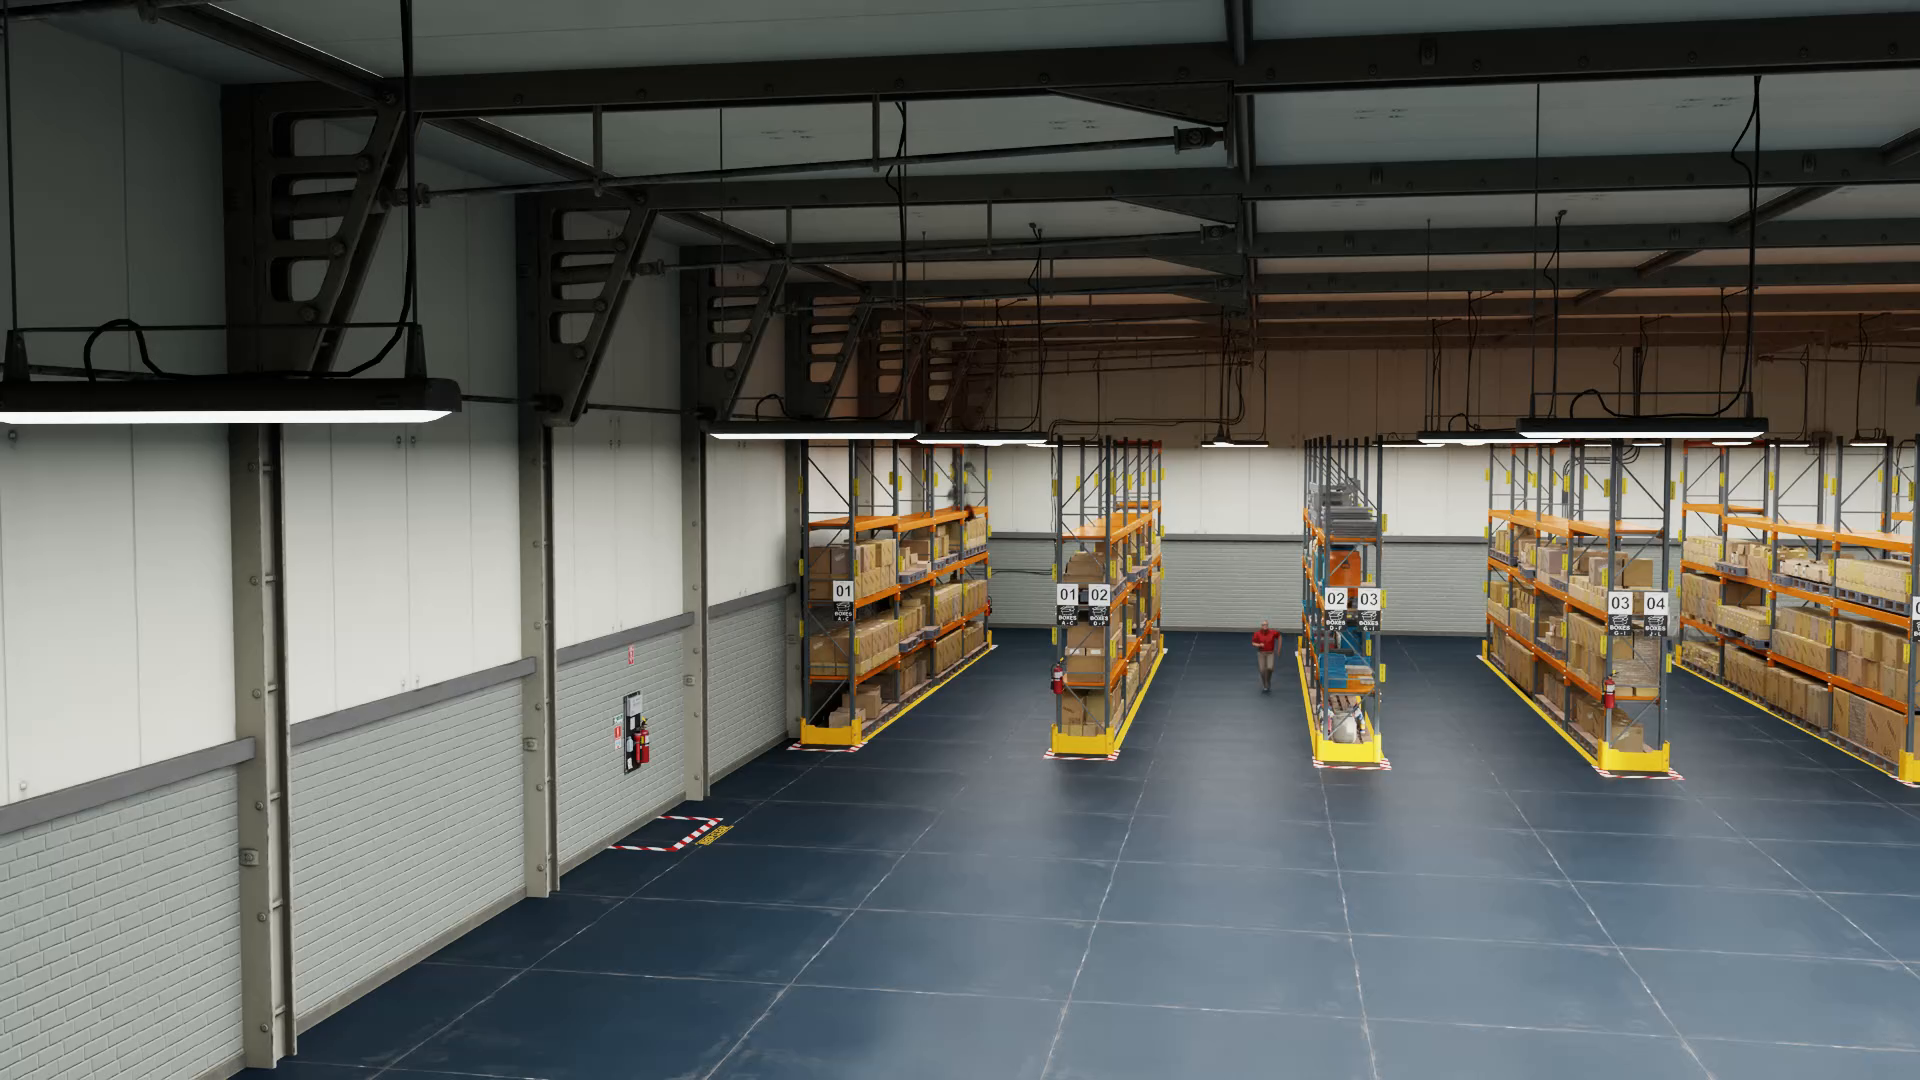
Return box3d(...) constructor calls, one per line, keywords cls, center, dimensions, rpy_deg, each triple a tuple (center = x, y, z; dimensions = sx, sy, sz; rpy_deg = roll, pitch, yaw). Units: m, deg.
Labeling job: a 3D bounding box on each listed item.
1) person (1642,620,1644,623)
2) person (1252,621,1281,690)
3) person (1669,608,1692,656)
box3d(cls="person", center=(18.793, 2.460, 45.285), dimensions=(0.545, 1.620, 0.678), rpy_deg=(-1, 3, -22))
box3d(cls="person", center=(7.253, 2.738, 39.331), dimensions=(0.703, 1.677, 0.784), rpy_deg=(0, 3, 8))
box3d(cls="person", center=(19.862, 2.370, 45.738), dimensions=(0.866, 1.782, 0.736), rpy_deg=(2, 4, 28))
